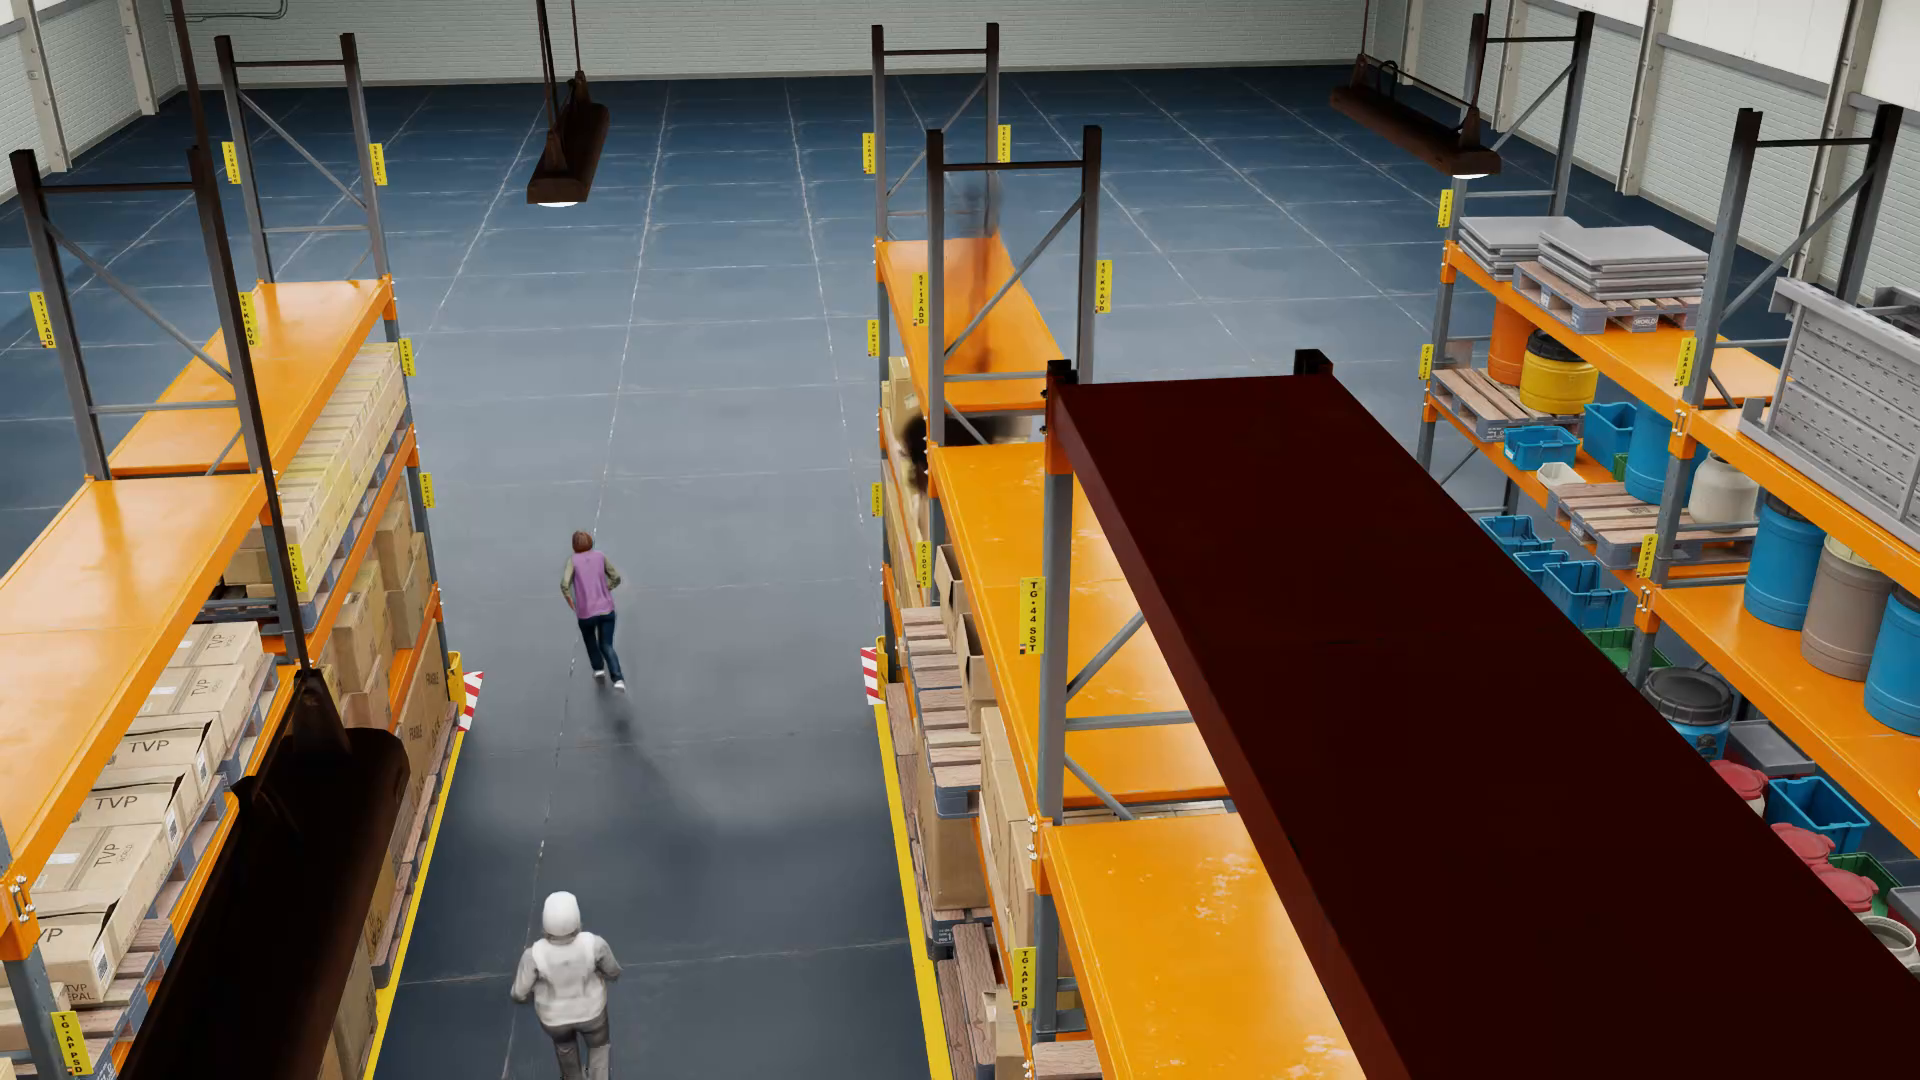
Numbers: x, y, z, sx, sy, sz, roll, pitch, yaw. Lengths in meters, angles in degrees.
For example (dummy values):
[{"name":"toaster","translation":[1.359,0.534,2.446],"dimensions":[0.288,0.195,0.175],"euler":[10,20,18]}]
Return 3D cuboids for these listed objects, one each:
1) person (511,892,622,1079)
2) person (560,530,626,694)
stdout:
[{"name":"person","translation":[-2.426,2.924,10.368],"dimensions":[0.669,1.733,0.760],"euler":[-6,26,-13]},{"name":"person","translation":[-3.306,0.745,15.219],"dimensions":[0.571,1.546,0.914],"euler":[-15,29,-28]}]
